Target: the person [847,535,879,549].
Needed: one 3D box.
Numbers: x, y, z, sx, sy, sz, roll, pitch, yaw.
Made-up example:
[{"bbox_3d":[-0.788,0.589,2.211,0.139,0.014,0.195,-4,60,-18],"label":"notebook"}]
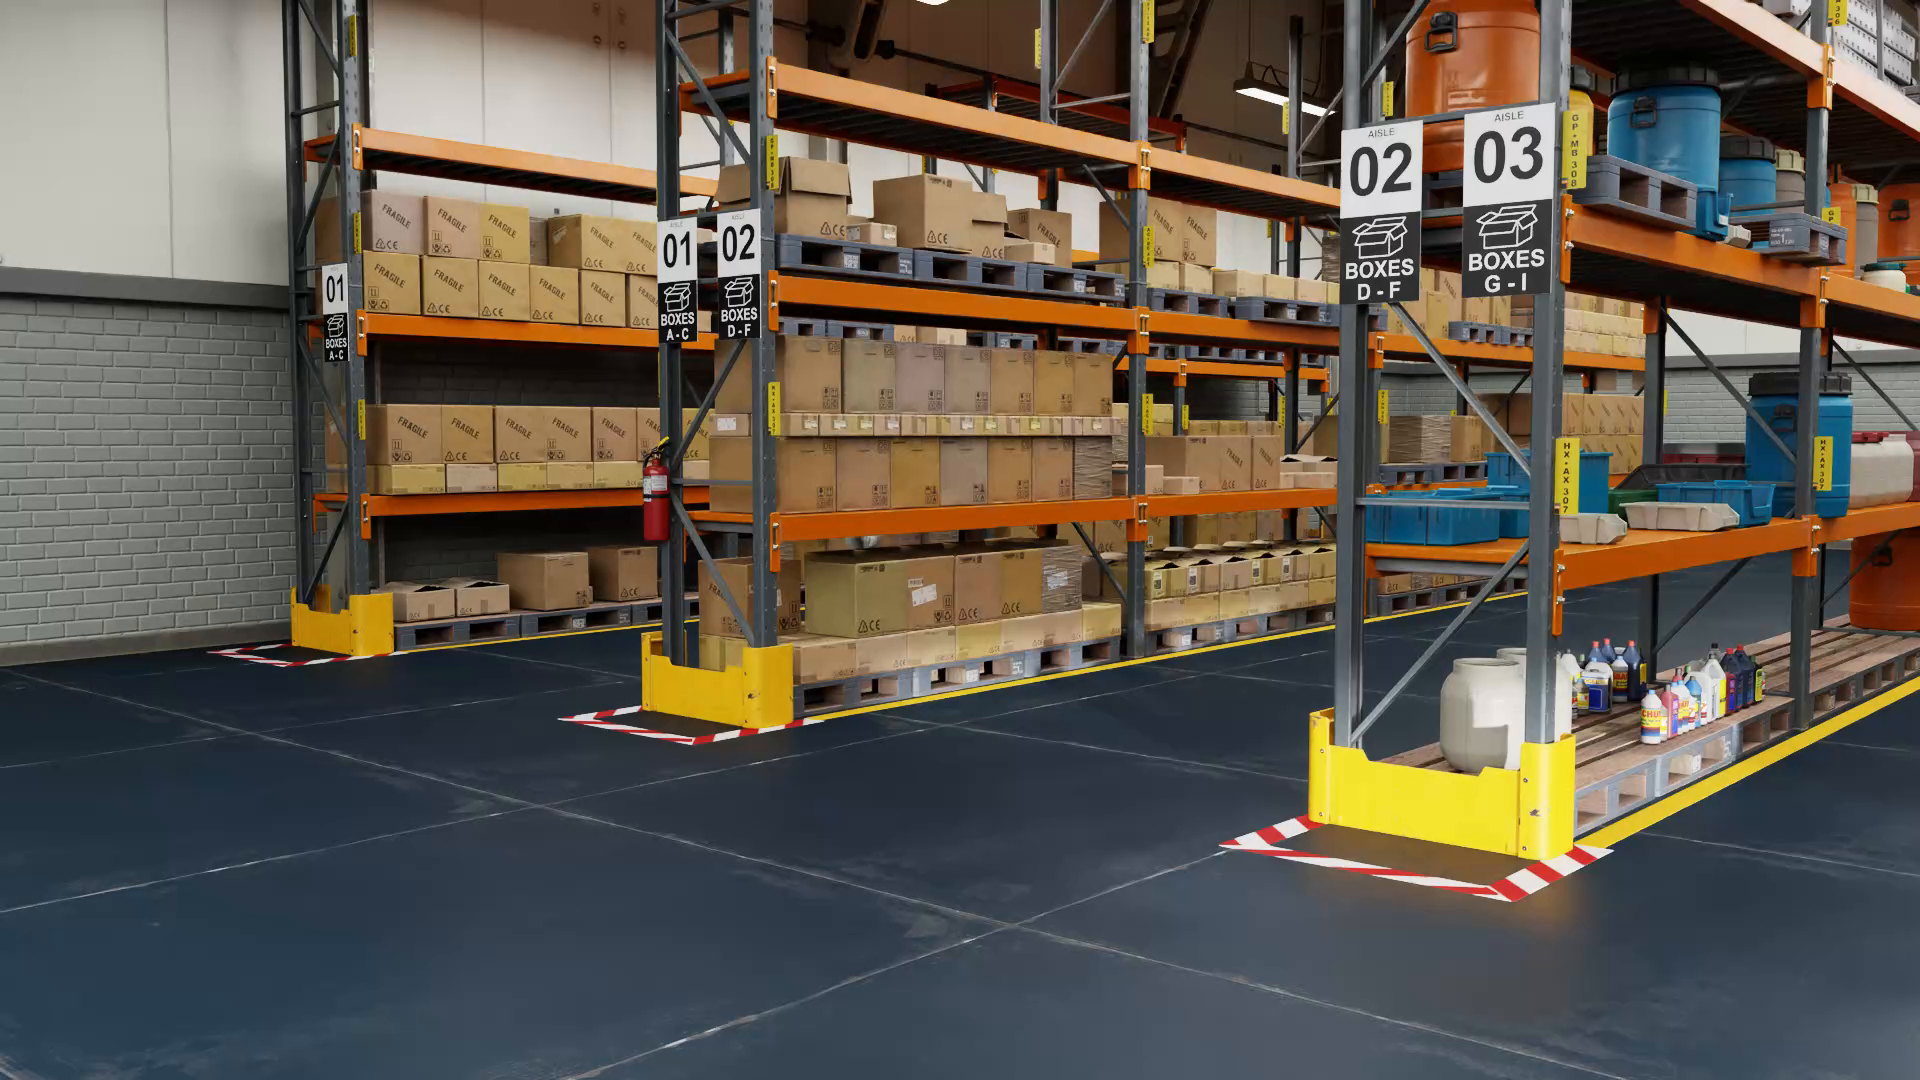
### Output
[{"bbox_3d":[-0.973,-0.085,16.707,0.465,1.689,0.344,3,5,42],"label":"person"}]
